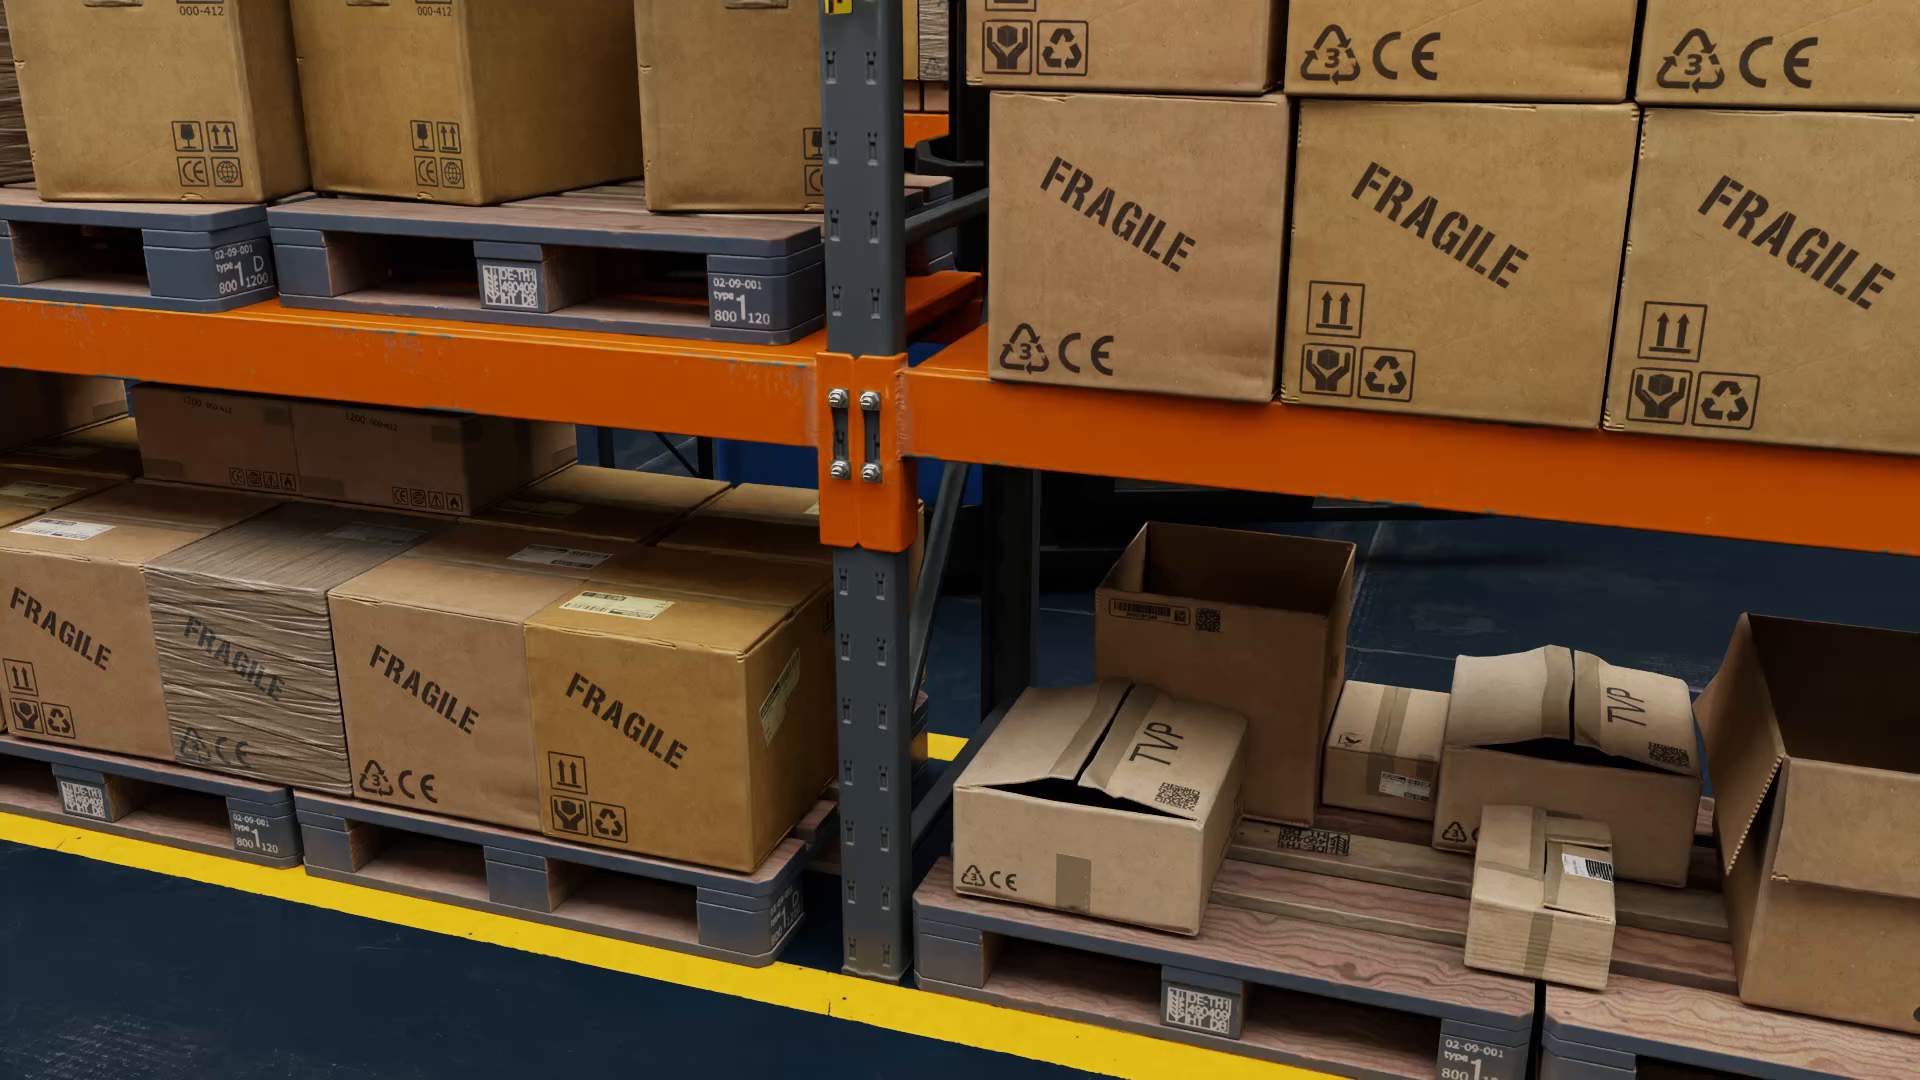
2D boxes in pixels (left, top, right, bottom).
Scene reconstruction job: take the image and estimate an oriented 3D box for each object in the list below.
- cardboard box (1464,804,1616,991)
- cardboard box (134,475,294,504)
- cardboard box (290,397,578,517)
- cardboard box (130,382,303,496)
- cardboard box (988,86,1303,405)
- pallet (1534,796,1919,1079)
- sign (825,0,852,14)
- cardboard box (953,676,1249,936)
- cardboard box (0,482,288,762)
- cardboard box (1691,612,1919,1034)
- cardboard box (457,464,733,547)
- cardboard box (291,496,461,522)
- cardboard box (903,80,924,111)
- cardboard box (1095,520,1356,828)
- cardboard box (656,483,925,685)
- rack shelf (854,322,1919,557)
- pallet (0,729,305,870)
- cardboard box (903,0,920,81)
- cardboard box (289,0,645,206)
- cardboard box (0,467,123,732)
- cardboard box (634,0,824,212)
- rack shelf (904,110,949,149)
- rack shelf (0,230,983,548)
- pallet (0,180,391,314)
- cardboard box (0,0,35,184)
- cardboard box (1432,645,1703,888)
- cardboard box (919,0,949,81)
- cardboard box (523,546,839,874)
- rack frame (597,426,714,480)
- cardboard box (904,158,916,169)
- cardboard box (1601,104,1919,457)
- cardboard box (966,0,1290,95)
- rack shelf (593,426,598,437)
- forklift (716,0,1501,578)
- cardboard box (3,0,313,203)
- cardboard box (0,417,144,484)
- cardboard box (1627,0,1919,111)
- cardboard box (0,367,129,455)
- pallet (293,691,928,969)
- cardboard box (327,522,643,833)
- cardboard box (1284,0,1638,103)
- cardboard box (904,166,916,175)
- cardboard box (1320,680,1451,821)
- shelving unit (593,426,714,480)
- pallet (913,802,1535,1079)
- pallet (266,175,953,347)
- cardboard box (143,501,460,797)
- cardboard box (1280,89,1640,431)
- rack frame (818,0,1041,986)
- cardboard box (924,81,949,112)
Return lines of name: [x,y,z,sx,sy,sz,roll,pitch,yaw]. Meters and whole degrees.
cardboard box: [1.123,0.676,3.217,0.250,0.166,0.380,7,20,18]
cardboard box: [-1.854,0.022,4.585,0.500,0.500,0.500,6,20,16]
cardboard box: [-1.345,-0.275,4.298,0.500,0.250,0.500,7,20,18]
cardboard box: [-1.819,-0.329,4.453,0.500,0.250,0.500,6,20,17]
cardboard box: [0.369,-0.565,2.988,0.500,0.500,0.500,7,20,19]
pallet: [1.782,0.865,3.274,1.213,0.211,1.003,7,20,18]
sign: [-0.202,-1.031,2.718,0.005,0.325,0.100,7,20,18]
cardboard box: [0.303,0.517,3.452,0.500,0.311,0.500,7,20,18]
cardboard box: [-2.002,0.186,4.113,0.500,0.500,0.500,6,20,16]
cardboard box: [1.753,0.515,3.166,0.637,0.503,0.797,7,20,18]
cardboard box: [-0.907,0.133,4.267,0.500,0.500,0.500,7,20,19]
cardboard box: [-1.377,0.077,4.428,0.500,0.500,0.500,7,20,19]
cardboard box: [-0.246,-2.220,8.240,0.250,0.149,0.380,7,20,20]
cardboard box: [0.608,0.289,3.820,0.500,0.500,0.500,7,20,18]
cardboard box: [-0.400,0.187,4.111,0.500,0.500,0.500,6,20,16]
rack shelf: [1.866,-0.102,2.904,4.000,0.370,1.077,7,20,18]
pallet: [-1.960,0.452,4.459,1.213,0.211,1.003,7,20,18]
cardboard box: [-0.350,-2.528,8.137,0.500,0.500,0.500,7,20,20]
cardboard box: [-1.067,-1.078,3.822,0.500,0.500,0.700,10,22,27]
cardboard box: [-2.497,0.132,4.270,0.500,0.500,0.500,6,20,17]
cardboard box: [-0.397,-1.024,3.666,0.500,0.500,0.700,0,19,0]
rack shelf: [-0.290,-2.074,8.563,4.000,0.370,1.077,7,20,18]
rack shelf: [-1.912,-0.534,4.143,4.000,0.370,1.077,7,20,18]
pallet: [-1.963,-0.790,4.078,1.213,0.211,1.003,7,20,18]
cardboard box: [-2.368,-1.144,4.011,0.500,0.500,0.700,11,22,28]
cardboard box: [1.317,0.459,3.619,0.500,0.311,0.500,7,20,18]
cardboard box: [0.124,-2.476,7.987,0.500,0.500,0.500,7,20,18]
cardboard box: [-0.583,0.351,3.641,0.500,0.500,0.500,6,20,18]
rack frame: [-1.065,-0.671,5.721,0.032,1.500,0.500,14,24,35]
cardboard box: [-0.702,-1.596,8.727,0.750,0.750,0.750,6,20,18]
cardboard box: [1.326,-0.456,2.675,0.500,0.500,0.500,6,20,18]
cardboard box: [0.330,-1.038,2.827,0.500,0.500,0.500,7,20,19]
rack shelf: [-1.467,-0.603,6.074,1.000,0.185,0.538,14,24,35]
forklift: [0.684,-1.386,5.600,3.031,2.935,1.130,-1,19,-2]
cardboard box: [-1.712,-1.075,3.812,0.500,0.500,0.700,1,19,4]
cardboard box: [-2.352,-0.033,4.742,0.500,0.500,0.500,6,20,16]
cardboard box: [1.303,-0.927,2.508,0.500,0.500,0.500,6,20,16]
cardboard box: [-2.786,-0.438,4.766,0.500,0.250,0.500,7,21,20]
pallet: [-0.804,0.583,4.082,1.213,0.211,1.003,7,20,18]
cardboard box: [-1.047,0.295,3.802,0.500,0.500,0.500,7,20,18]
cardboard box: [0.817,-0.983,2.667,0.500,0.500,0.500,6,20,16]
cardboard box: [0.102,-1.506,8.468,0.750,0.750,0.750,7,20,20]
cardboard box: [0.982,0.476,3.816,0.250,0.149,0.380,7,20,18]
shelving unit: [-1.467,-0.773,6.015,1.048,1.500,0.538,14,24,35]
pallet: [0.626,0.734,3.650,1.213,0.211,1.003,7,20,18]
pallet: [-0.742,-0.687,3.782,1.213,0.211,1.003,7,20,18]
cardboard box: [-1.521,0.241,3.958,0.500,0.500,0.500,7,20,19]
cardboard box: [0.854,-0.511,2.832,0.500,0.500,0.500,7,20,19]
rack frame: [-0.023,-0.657,3.405,0.127,3.000,1.000,7,20,18]
cardboard box: [0.001,-2.188,8.148,0.250,0.149,0.380,6,20,17]
